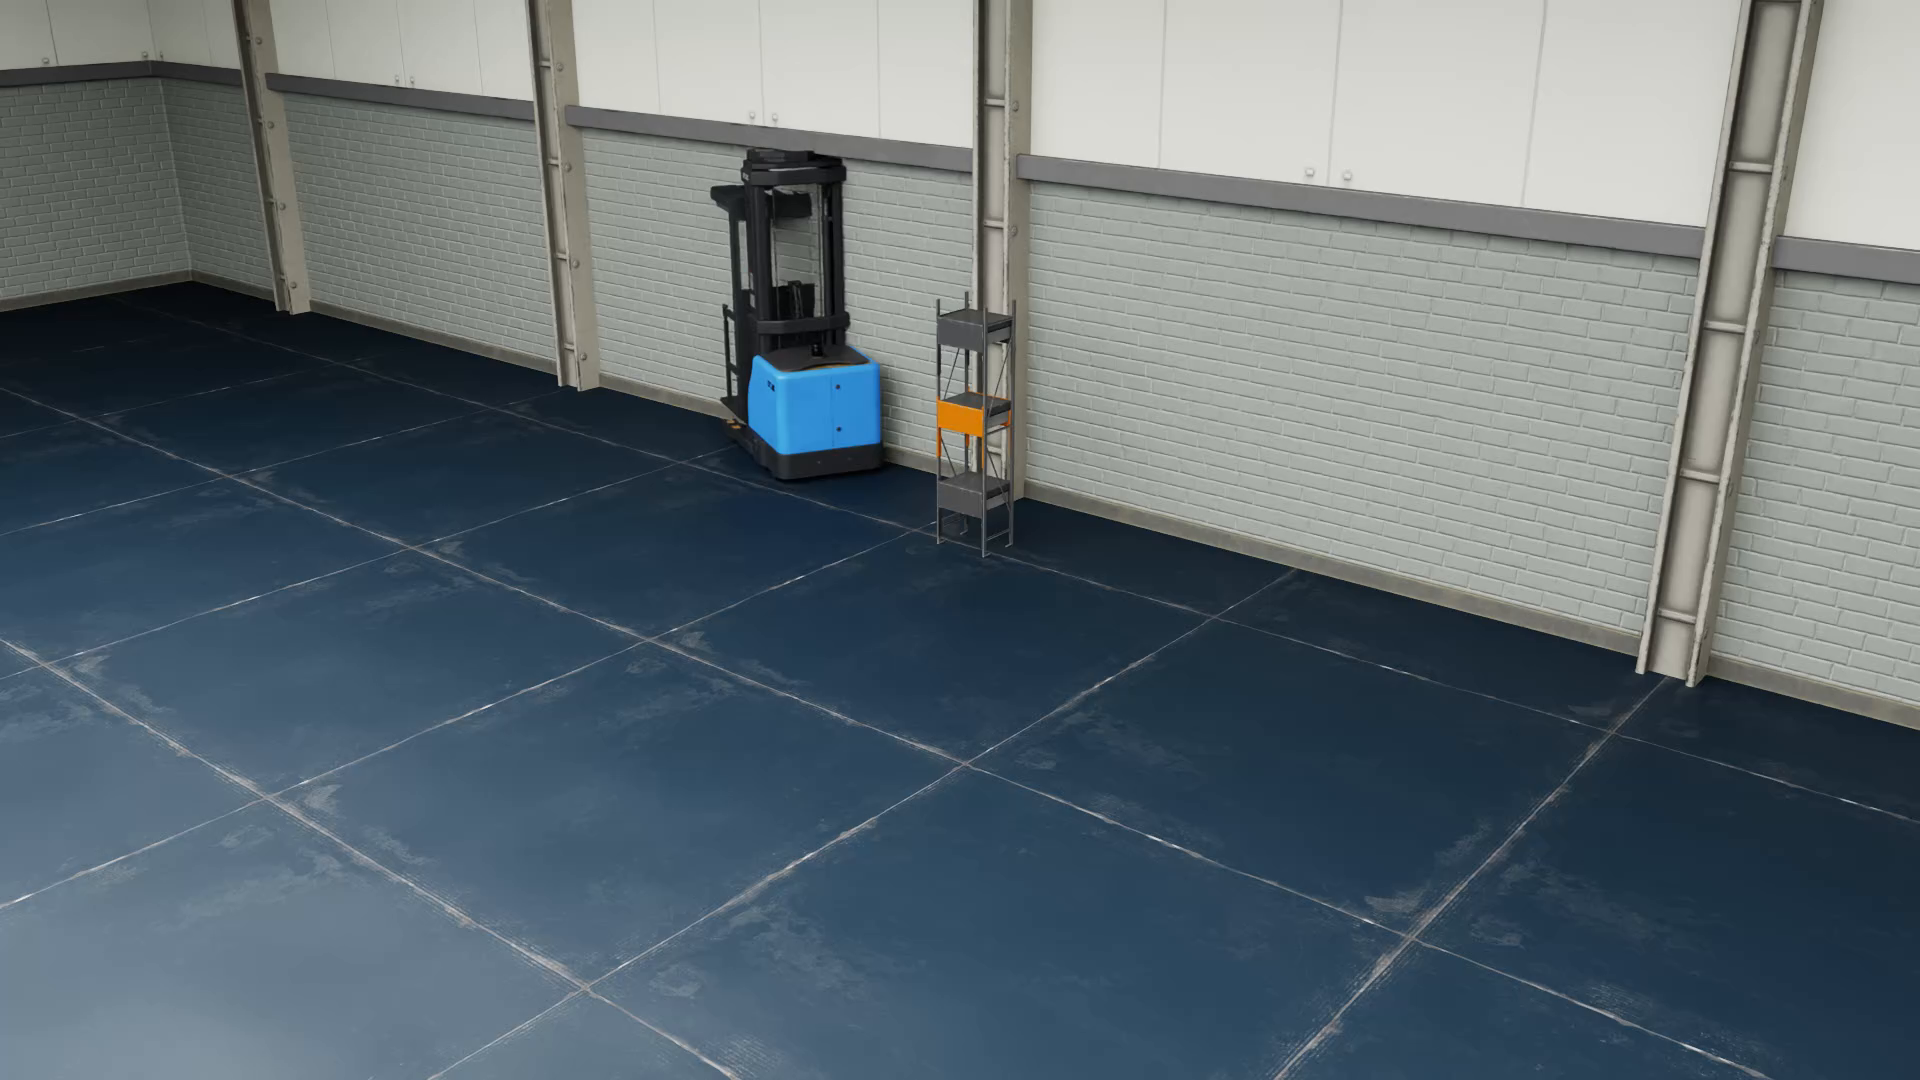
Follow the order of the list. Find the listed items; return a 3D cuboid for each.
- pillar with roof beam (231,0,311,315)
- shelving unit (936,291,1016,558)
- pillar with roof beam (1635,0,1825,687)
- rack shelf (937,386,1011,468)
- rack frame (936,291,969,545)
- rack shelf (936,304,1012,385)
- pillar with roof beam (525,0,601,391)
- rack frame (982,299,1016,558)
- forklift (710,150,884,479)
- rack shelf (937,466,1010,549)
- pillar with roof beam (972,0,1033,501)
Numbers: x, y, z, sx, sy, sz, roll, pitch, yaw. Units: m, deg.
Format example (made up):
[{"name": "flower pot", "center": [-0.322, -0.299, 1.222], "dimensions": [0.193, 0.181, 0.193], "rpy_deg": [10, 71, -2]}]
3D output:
[{"name": "pillar with roof beam", "center": [-11.664, -6.117, 17.637], "dimensions": [0.400, 9.000, 9.100], "rpy_deg": [16, 26, 36]}, {"name": "shelving unit", "center": [0.128, -0.946, 13.700], "dimensions": [0.503, 2.100, 0.431], "rpy_deg": [16, 26, 36]}, {"name": "pillar with roof beam", "center": [2.281, -2.102, 6.988], "dimensions": [0.400, 9.000, 9.100], "rpy_deg": [16, 26, 36]}, {"name": "rack shelf", "center": [0.128, -0.933, 13.705], "dimensions": [0.480, 0.518, 0.431], "rpy_deg": [16, 26, 36]}, {"name": "rack frame", "center": [-0.061, -1.000, 13.844], "dimensions": [0.015, 2.100, 0.400], "rpy_deg": [16, 26, 36]}, {"name": "rack shelf", "center": [0.128, -1.588, 13.458], "dimensions": [0.480, 0.518, 0.431], "rpy_deg": [16, 26, 36]}, {"name": "pillar with roof beam", "center": [-7.016, -4.779, 14.087], "dimensions": [0.400, 9.000, 9.100], "rpy_deg": [16, 26, 36]}, {"name": "rack frame", "center": [0.317, -0.891, 13.555], "dimensions": [0.015, 2.100, 0.400], "rpy_deg": [16, 26, 36]}, {"name": "forklift", "center": [-1.772, -2.418, 16.426], "dimensions": [1.130, 2.935, 3.031], "rpy_deg": [-9, 22, -22]}, {"name": "rack shelf", "center": [0.128, -0.278, 13.952], "dimensions": [0.480, 0.518, 0.431], "rpy_deg": [16, 26, 36]}, {"name": "pillar with roof beam", "center": [-2.368, -3.440, 10.537], "dimensions": [0.400, 9.000, 9.100], "rpy_deg": [16, 26, 36]}]
